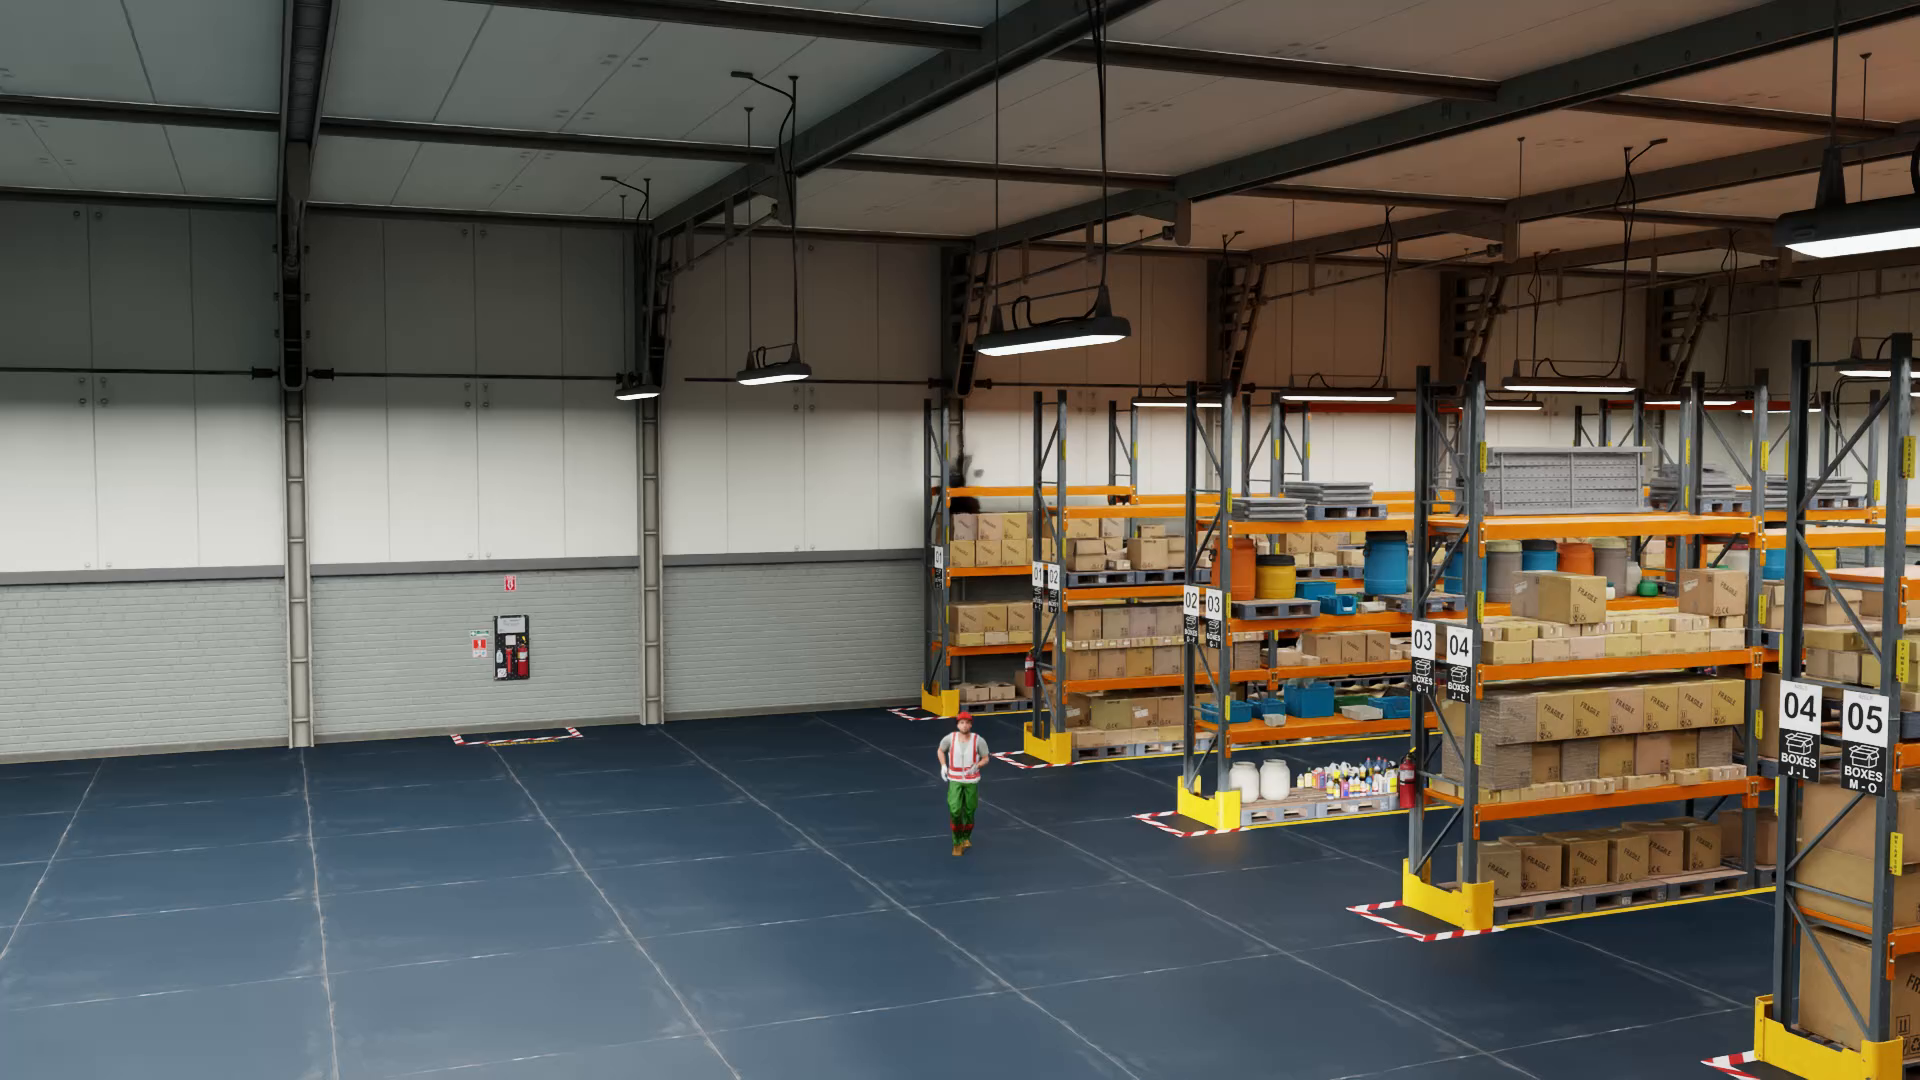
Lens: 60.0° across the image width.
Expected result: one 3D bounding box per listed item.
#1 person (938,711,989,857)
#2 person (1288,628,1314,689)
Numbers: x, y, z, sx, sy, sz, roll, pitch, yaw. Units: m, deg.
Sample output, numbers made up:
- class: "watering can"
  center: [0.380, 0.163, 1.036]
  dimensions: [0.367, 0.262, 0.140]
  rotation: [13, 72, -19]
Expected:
- class: "person"
  center: [0.042, 3.065, 20.830]
  dimensions: [0.645, 1.841, 0.652]
  rotation: [0, 3, 0]
- class: "person"
  center: [6.424, 2.429, 31.050]
  dimensions: [0.835, 1.834, 0.654]
  rotation: [-1, 4, -23]
